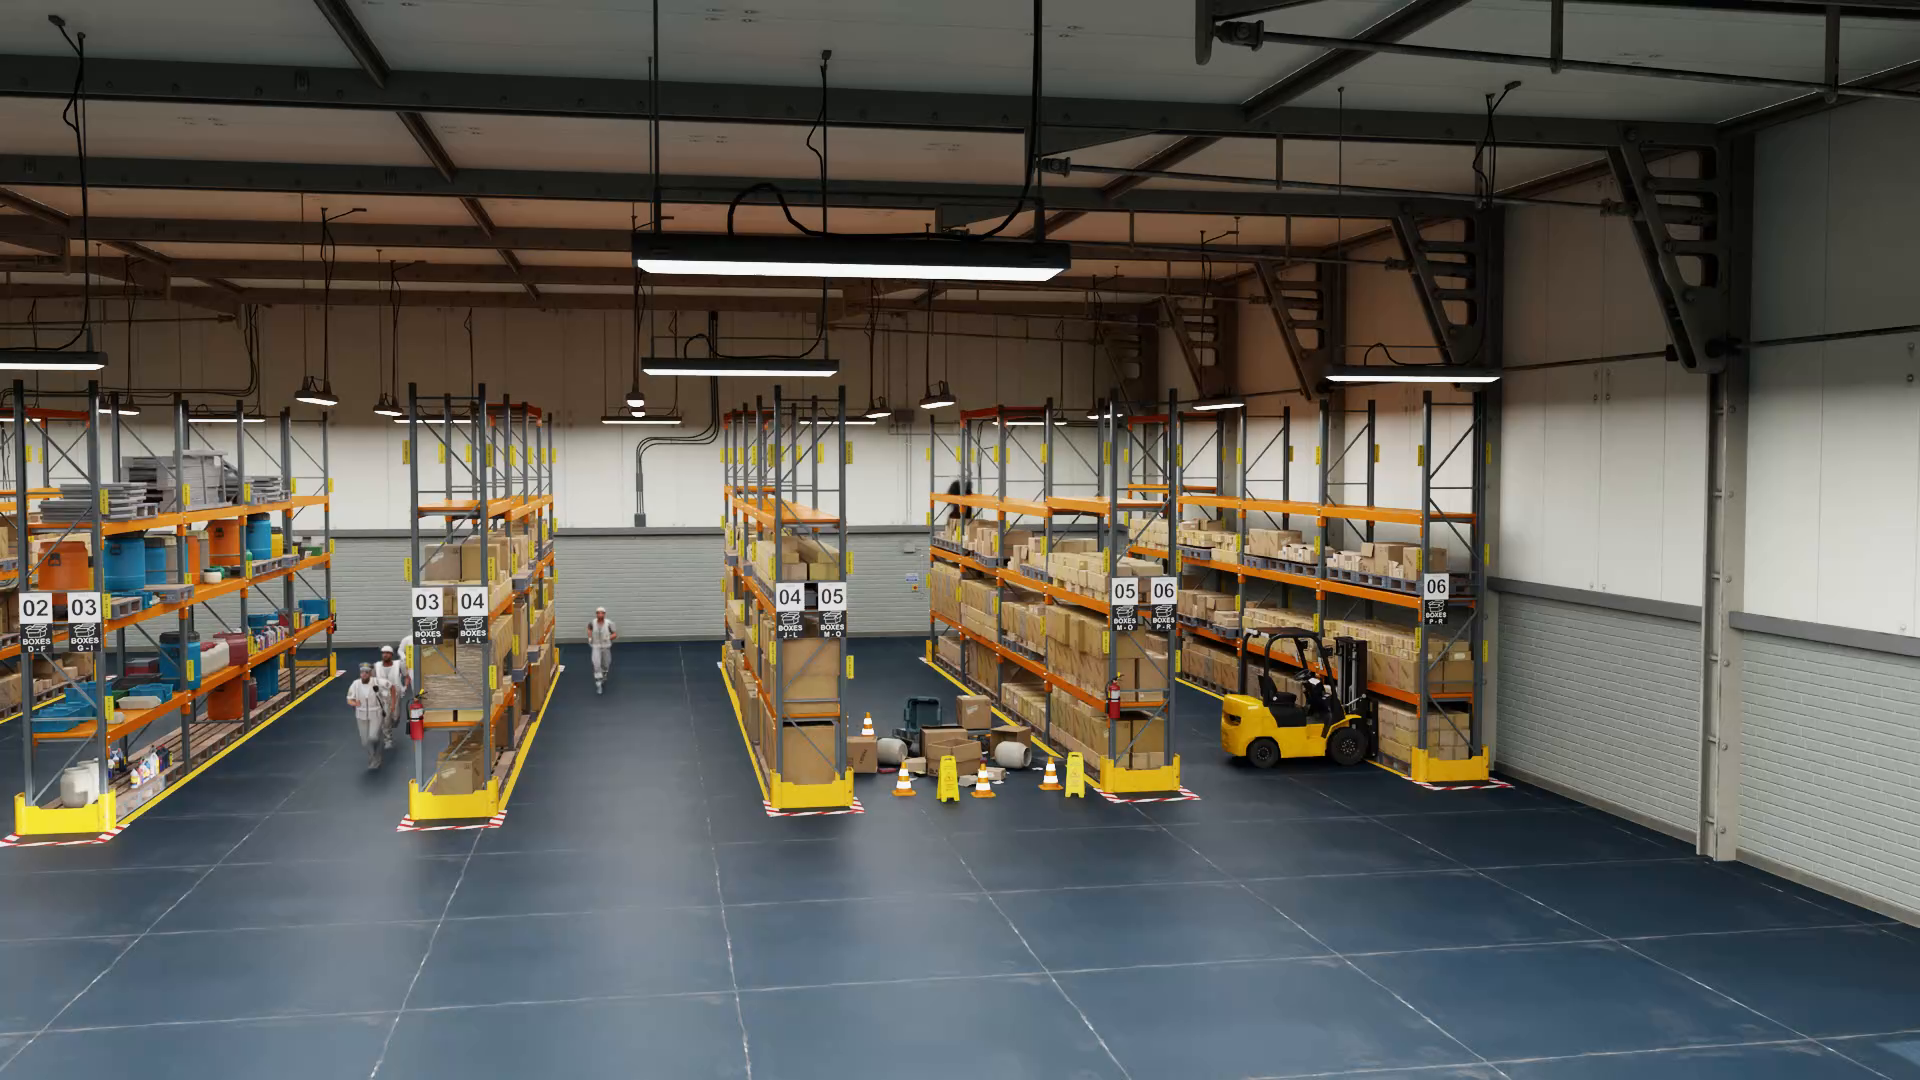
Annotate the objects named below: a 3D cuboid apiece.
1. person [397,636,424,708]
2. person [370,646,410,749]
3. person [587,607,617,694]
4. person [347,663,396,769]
[{"bbox_3d":[-10.545,2.488,32.301,0.717,1.746,0.654,-1,3,-18],"label":"person"},{"bbox_3d":[-9.811,2.687,28.605,0.676,1.753,0.648,-1,3,-14],"label":"person"},{"bbox_3d":[-7.614,2.326,35.426,0.623,1.813,1.134,-1,3,-13],"label":"person"},{"bbox_3d":[-9.331,2.790,26.316,0.703,1.731,0.748,0,3,-8],"label":"person"}]
